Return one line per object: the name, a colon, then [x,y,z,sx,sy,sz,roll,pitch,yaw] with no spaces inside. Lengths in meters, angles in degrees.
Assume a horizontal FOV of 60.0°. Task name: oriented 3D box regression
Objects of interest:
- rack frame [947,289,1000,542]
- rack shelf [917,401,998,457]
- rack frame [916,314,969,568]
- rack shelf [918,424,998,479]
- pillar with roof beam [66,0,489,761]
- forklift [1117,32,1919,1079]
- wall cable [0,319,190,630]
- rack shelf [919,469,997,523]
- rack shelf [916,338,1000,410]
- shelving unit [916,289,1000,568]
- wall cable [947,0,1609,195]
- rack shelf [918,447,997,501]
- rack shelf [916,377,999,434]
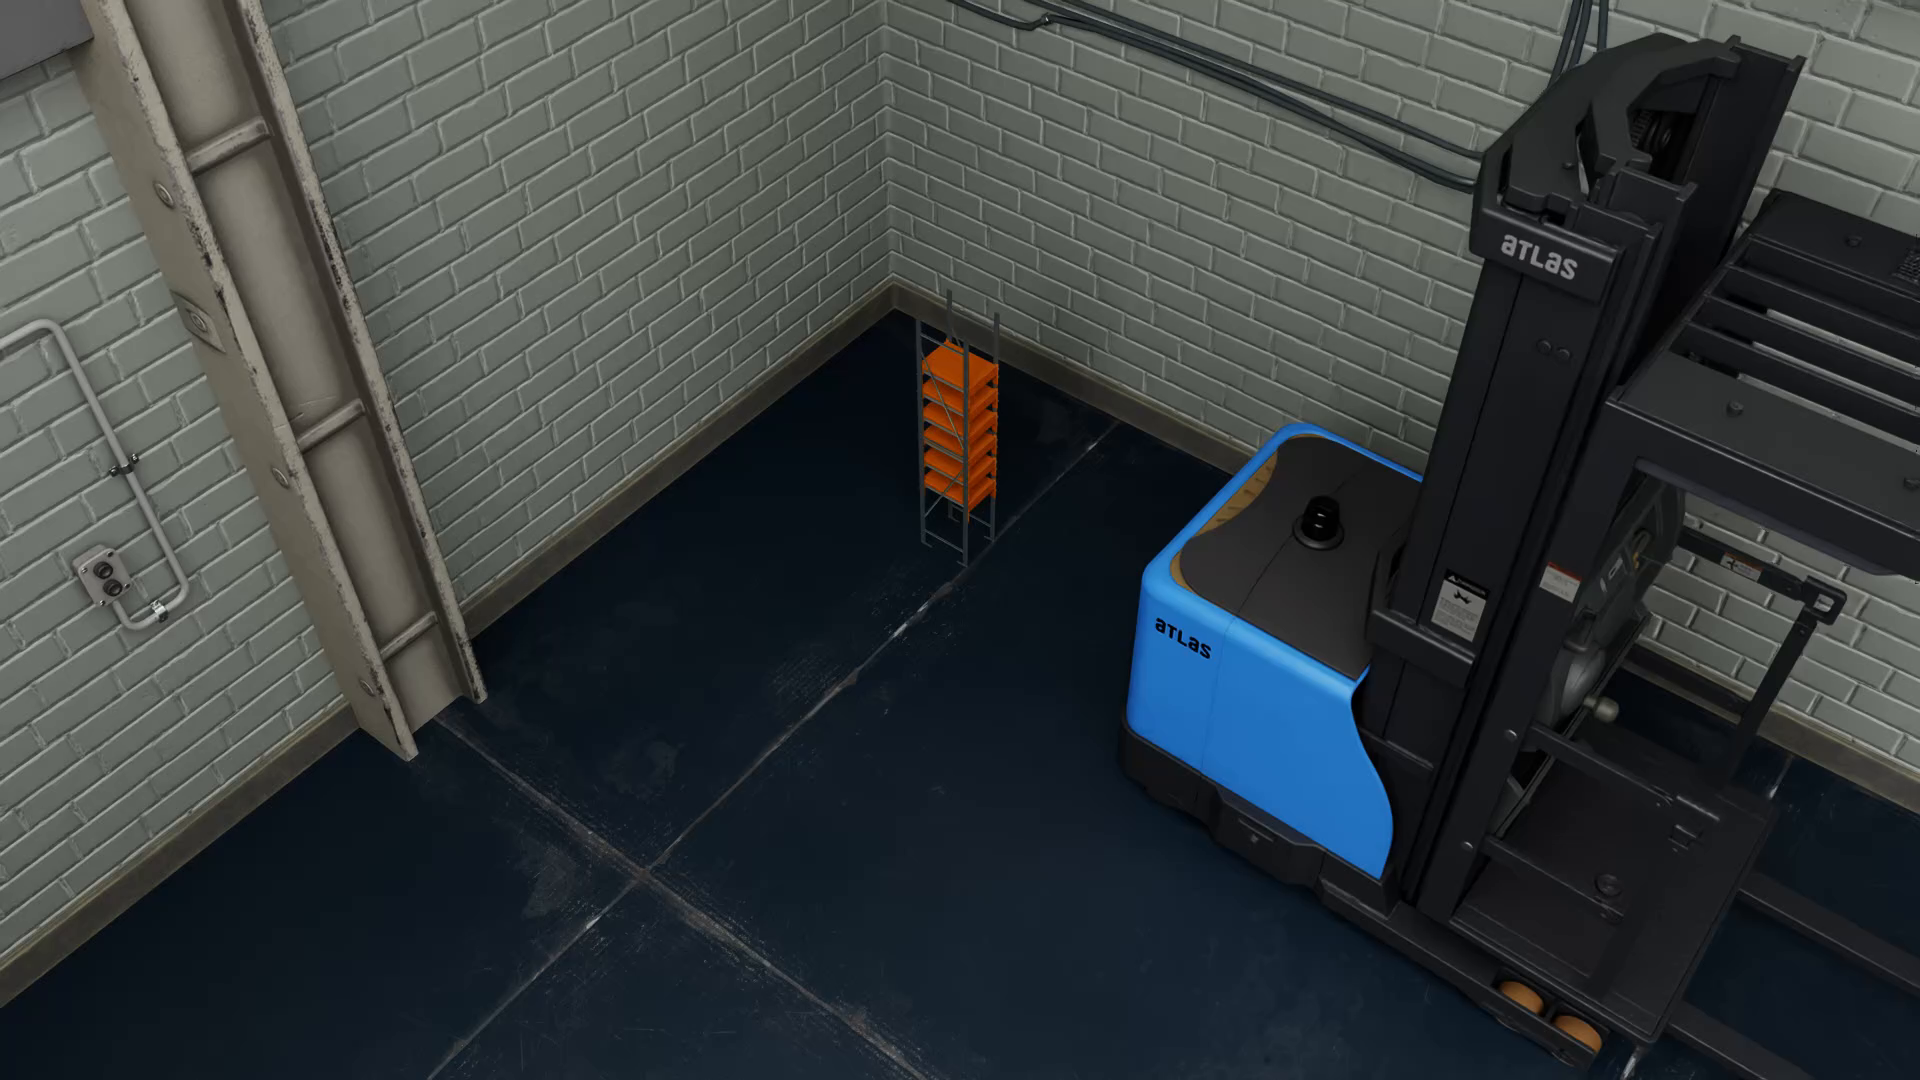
rack frame: [0.047,-0.459,6.523,0.240,1.200,0.006,29,53,25]
rack shelf: [-0.009,-0.458,6.418,0.258,0.103,0.180,29,53,25]
rack frame: [-0.065,-0.354,6.423,0.240,1.200,0.006,29,53,25]
rack shelf: [-0.009,-0.375,6.505,0.258,0.103,0.180,29,53,25]
pillar with roof beam: [1.368,-0.567,1.233,9.100,9.000,0.400,29,53,25]
forklift: [2.040,0.226,4.672,3.031,2.935,1.130,30,53,25]
wall cable: [-2.970,0.028,4.111,0.084,1.984,1.851,29,53,25]
rack shelf: [-0.009,-0.210,6.679,0.258,0.103,0.180,29,53,25]
rack shelf: [-0.009,-0.624,6.245,0.258,0.103,0.180,29,53,25]
shelving unit: [-0.009,-0.406,6.473,0.258,1.200,0.189,29,53,25]
wall cable: [0.736,-2.549,5.273,3.097,2.526,0.112,29,53,25]
rack shelf: [-0.009,-0.293,6.592,0.258,0.103,0.180,29,53,25]
rack shelf: [-0.009,-0.541,6.332,0.258,0.103,0.180,29,53,25]
